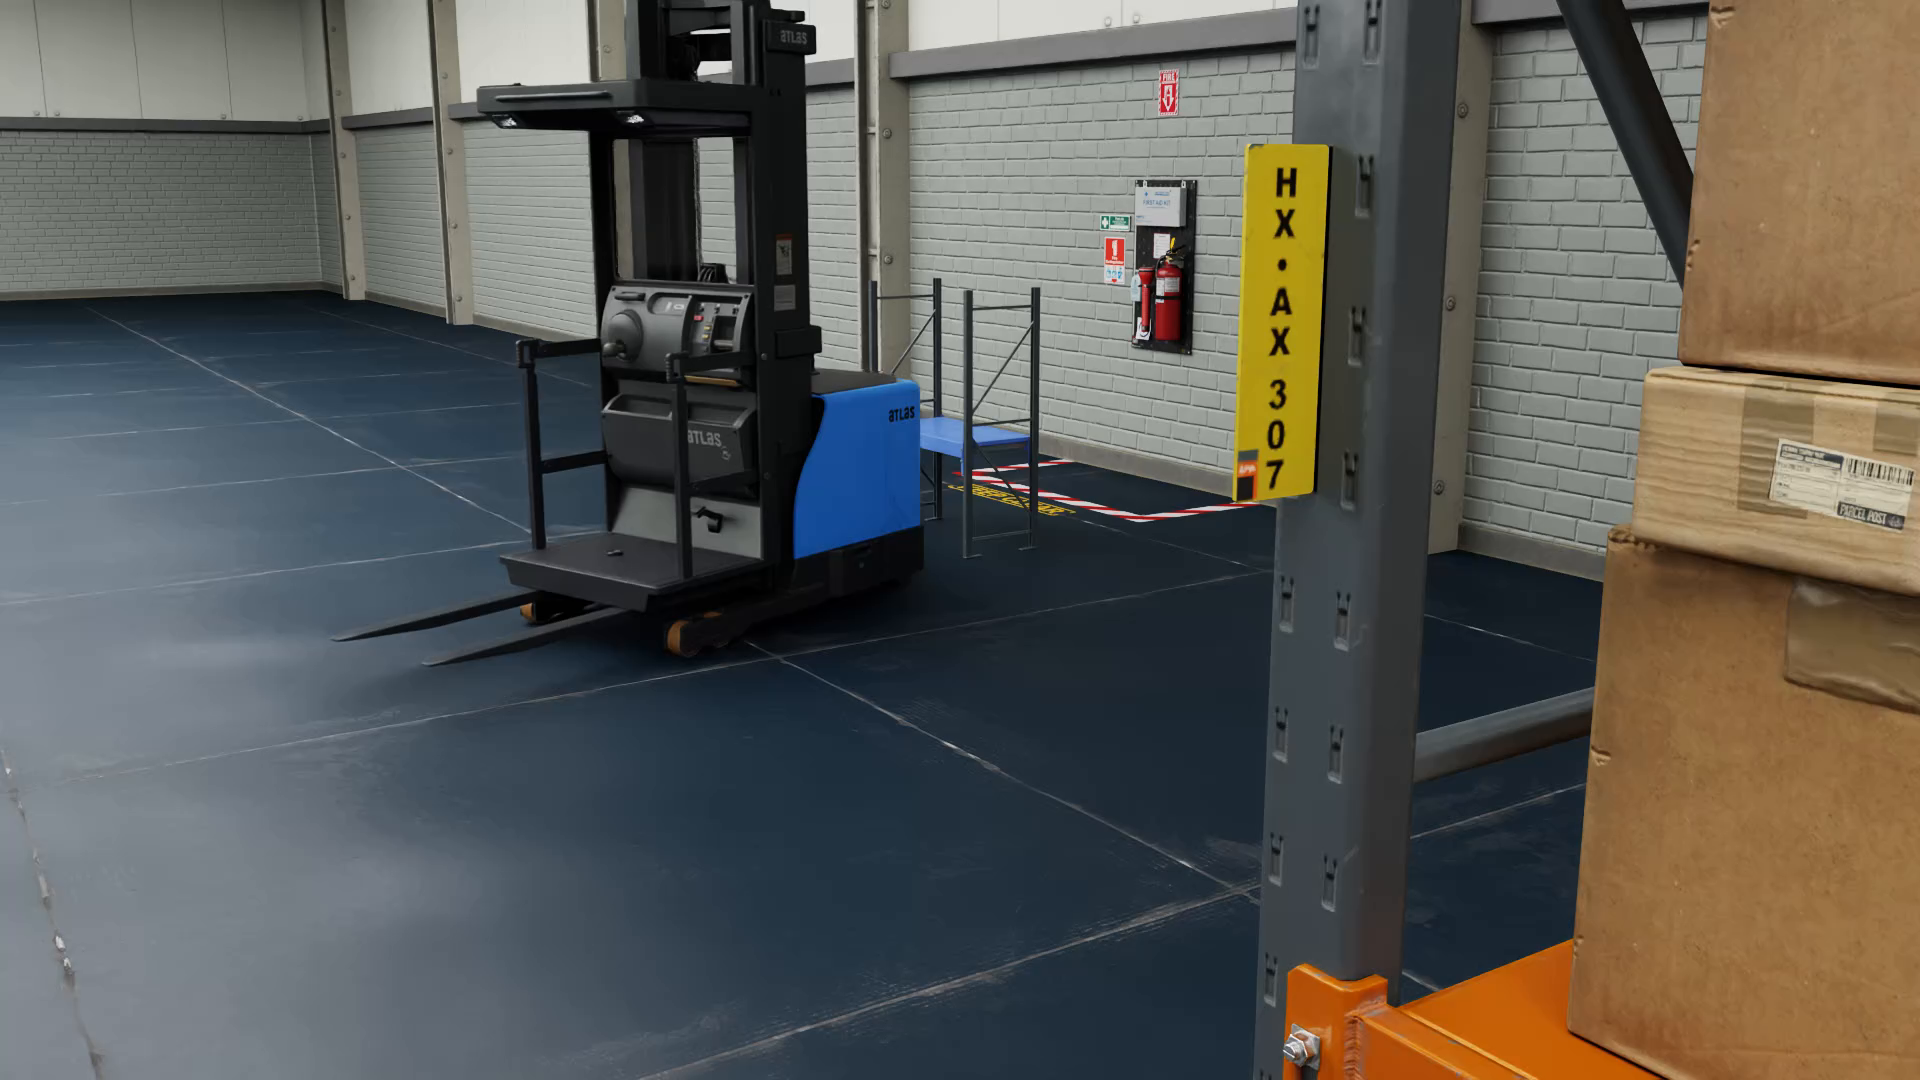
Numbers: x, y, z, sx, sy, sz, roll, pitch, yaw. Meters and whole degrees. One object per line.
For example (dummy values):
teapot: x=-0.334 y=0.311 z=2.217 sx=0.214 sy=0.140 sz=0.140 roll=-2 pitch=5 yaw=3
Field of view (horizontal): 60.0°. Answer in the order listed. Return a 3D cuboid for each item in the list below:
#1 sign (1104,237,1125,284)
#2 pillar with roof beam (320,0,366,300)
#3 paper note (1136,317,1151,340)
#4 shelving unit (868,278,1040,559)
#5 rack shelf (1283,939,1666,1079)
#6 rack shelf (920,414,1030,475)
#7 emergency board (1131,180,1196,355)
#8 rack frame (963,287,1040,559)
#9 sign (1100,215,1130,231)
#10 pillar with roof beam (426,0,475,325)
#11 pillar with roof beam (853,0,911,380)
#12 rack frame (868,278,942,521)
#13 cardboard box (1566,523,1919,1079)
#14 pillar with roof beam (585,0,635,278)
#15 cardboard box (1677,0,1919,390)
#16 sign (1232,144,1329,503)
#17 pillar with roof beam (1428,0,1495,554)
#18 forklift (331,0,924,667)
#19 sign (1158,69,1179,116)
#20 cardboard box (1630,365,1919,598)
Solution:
sign: x=1.109 y=-2.006 z=11.929 sx=0.001 sy=0.329 sz=0.234 roll=-8 pitch=15 yaw=-33
pillar with roof beam: x=-14.214 y=-8.123 z=25.945 sx=9.100 sy=9.000 sz=0.400 roll=-8 pitch=15 yaw=-33
paper note: x=1.289 y=-1.487 z=11.703 sx=0.016 sy=0.148 sz=0.142 roll=-8 pitch=15 yaw=-33
shelving unit: x=-0.047 y=-0.748 z=9.771 sx=0.538 sy=1.500 sz=1.048 roll=-8 pitch=15 yaw=-33
rack shelf: x=1.870 y=0.905 z=0.385 sx=1.077 sy=0.370 sz=4.000 roll=-8 pitch=15 yaw=-33
rack shelf: x=-0.047 y=-0.572 z=9.809 sx=0.538 sy=0.185 sz=1.000 roll=-8 pitch=15 yaw=-33
emergency board: x=1.330 y=-1.878 z=11.428 sx=0.194 sy=1.169 sz=0.643 roll=-8 pitch=15 yaw=-33
rack frame: x=0.234 y=-0.657 z=9.357 sx=0.500 sy=1.500 sz=0.032 roll=-8 pitch=15 yaw=-33
sign: x=1.104 y=-2.263 z=11.864 sx=0.001 sy=0.109 sz=0.331 roll=-8 pitch=15 yaw=-33
pillar with roof beam: x=-10.889 y=-7.056 z=21.065 sx=9.100 sy=9.000 sz=0.400 roll=-8 pitch=15 yaw=-33
pillar with roof beam: x=-4.241 y=-4.922 z=11.306 sx=9.100 sy=9.000 sz=0.400 roll=-8 pitch=15 yaw=-33
rack frame: x=-0.329 y=-0.838 z=10.184 sx=0.500 sy=1.500 sz=0.032 roll=-8 pitch=15 yaw=-33
cardboard box: x=1.010 y=0.234 z=1.537 sx=0.700 sy=0.500 sz=0.500 roll=-8 pitch=15 yaw=-33
pillar with roof beam: x=-7.565 y=-5.989 z=16.185 sx=9.100 sy=9.000 sz=0.400 roll=-8 pitch=15 yaw=-33
cardboard box: x=1.039 y=-0.391 z=1.356 sx=0.700 sy=0.500 sz=0.500 roll=-8 pitch=15 yaw=-33
sign: x=0.296 y=-0.199 z=1.538 sx=0.100 sy=0.325 sz=0.005 roll=-8 pitch=15 yaw=-33
pillar with roof beam: x=-0.917 y=-3.855 z=6.426 sx=9.100 sy=9.000 sz=0.400 roll=-8 pitch=15 yaw=-33
forklift: x=-1.468 y=-1.022 z=7.676 sx=1.130 sy=2.935 sz=3.031 roll=9 pitch=15 yaw=35
sign: x=1.408 y=-3.024 z=11.241 sx=0.001 sy=0.298 sz=0.199 roll=-8 pitch=15 yaw=-33
cardboard box: x=0.800 y=-0.072 z=1.419 sx=0.380 sy=0.149 sz=0.250 roll=-8 pitch=15 yaw=-33
